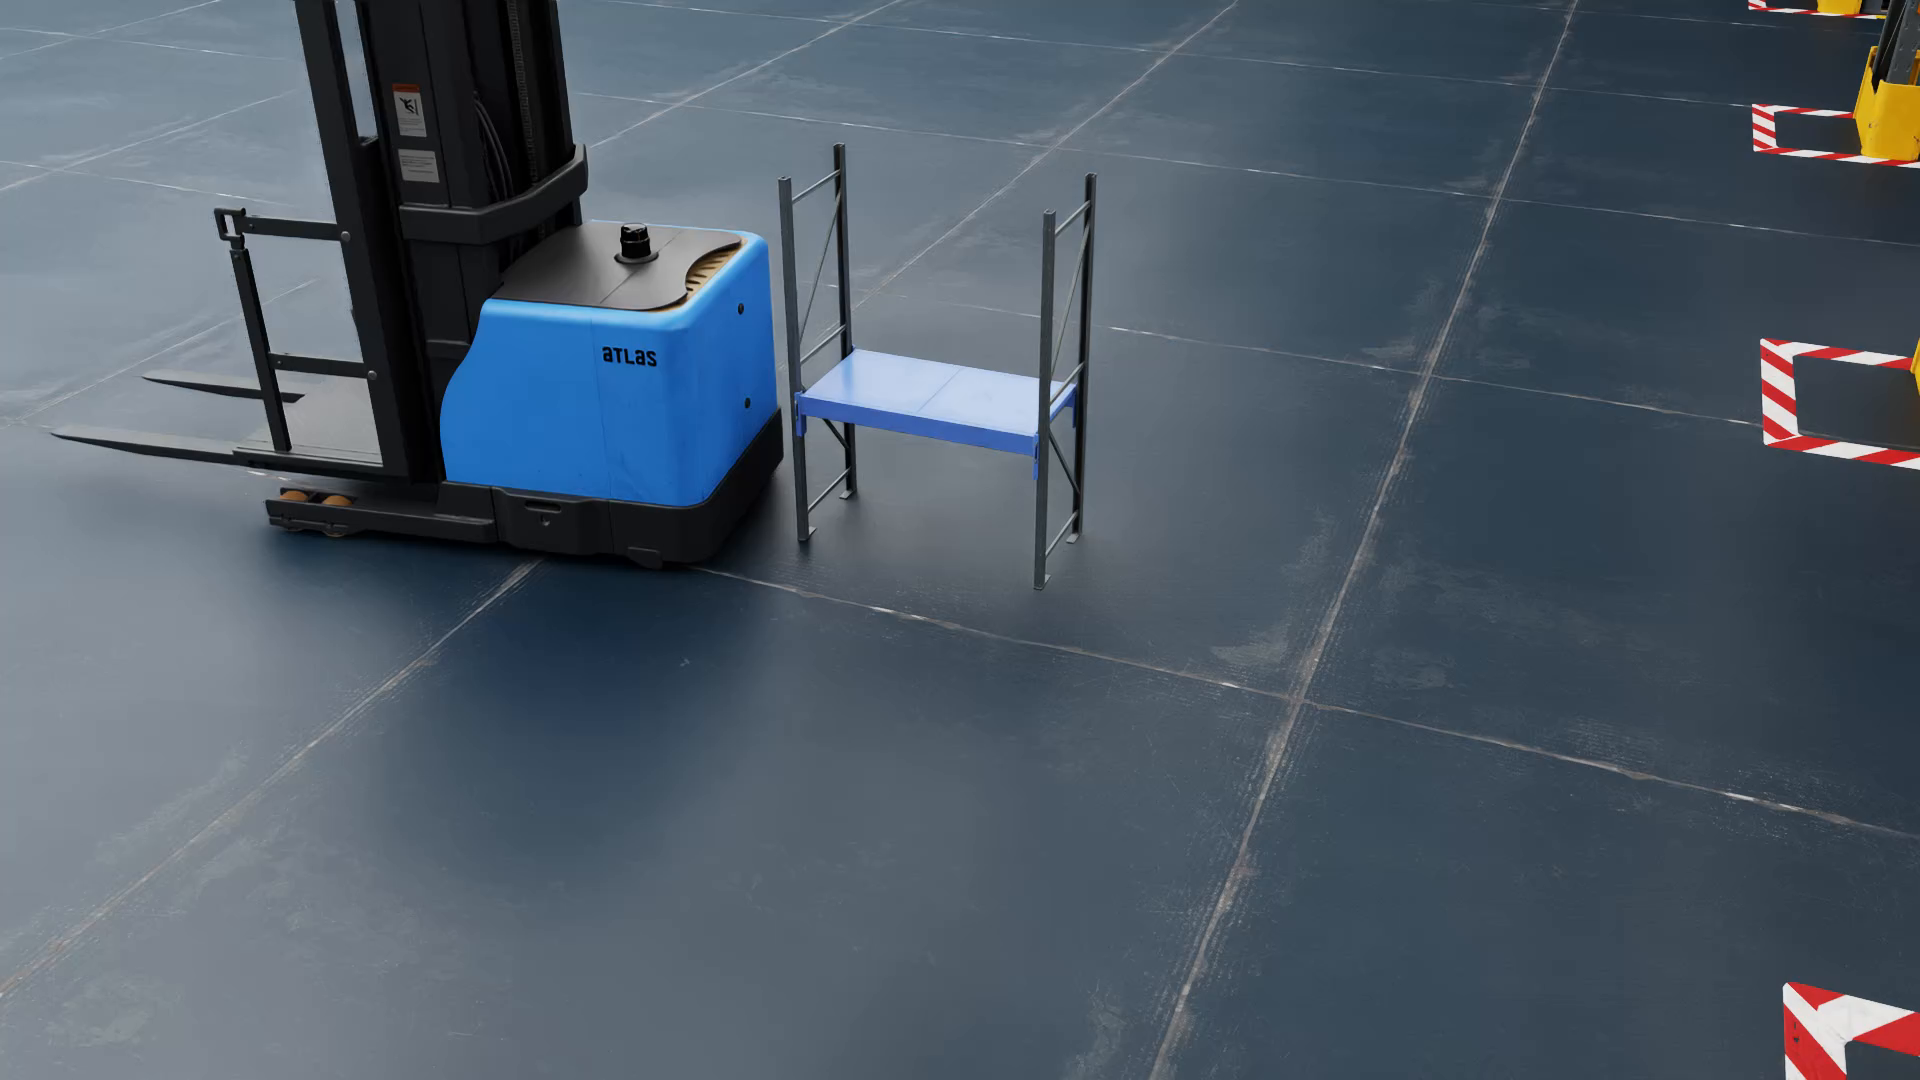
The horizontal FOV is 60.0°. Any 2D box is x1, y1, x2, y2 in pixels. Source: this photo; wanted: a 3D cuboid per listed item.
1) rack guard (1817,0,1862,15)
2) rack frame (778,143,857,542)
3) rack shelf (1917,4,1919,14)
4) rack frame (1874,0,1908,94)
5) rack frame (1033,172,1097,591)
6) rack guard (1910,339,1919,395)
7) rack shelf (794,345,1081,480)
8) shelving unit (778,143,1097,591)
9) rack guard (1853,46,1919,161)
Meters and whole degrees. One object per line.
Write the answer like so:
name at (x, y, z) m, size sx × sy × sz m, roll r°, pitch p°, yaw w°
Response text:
rack guard at (8.319, -5.334, 15.679) m, size 0.348 × 0.500 × 1.175 m, roll 11°, pitch 31°, yaw 19°
rack frame at (-0.550, -0.763, 6.575) m, size 0.032 × 1.500 × 0.500 m, roll 11°, pitch 31°, yaw 19°
rack shelf at (8.328, -3.477, 10.584) m, size 4.000 × 0.370 × 1.077 m, roll 11°, pitch 31°, yaw 19°
rack frame at (6.474, -4.159, 11.059) m, size 0.053 × 2.616 × 0.949 m, roll 11°, pitch 31°, yaw 19°
rack frame at (0.392, -0.575, 6.242) m, size 0.032 × 1.500 × 0.500 m, roll 11°, pitch 31°, yaw 19°
rack guard at (4.683, -0.799, 7.656) m, size 0.348 × 0.500 × 1.175 m, roll 11°, pitch 31°, yaw 19°
rack shelf at (-0.079, -0.512, 6.497) m, size 1.000 × 0.185 × 0.538 m, roll 11°, pitch 31°, yaw 19°
shelving unit at (-0.079, -0.669, 6.409) m, size 1.048 × 1.500 × 0.538 m, roll 11°, pitch 31°, yaw 19°
rack guard at (6.563, -3.079, 11.690) m, size 0.348 × 0.500 × 1.175 m, roll 11°, pitch 31°, yaw 19°
